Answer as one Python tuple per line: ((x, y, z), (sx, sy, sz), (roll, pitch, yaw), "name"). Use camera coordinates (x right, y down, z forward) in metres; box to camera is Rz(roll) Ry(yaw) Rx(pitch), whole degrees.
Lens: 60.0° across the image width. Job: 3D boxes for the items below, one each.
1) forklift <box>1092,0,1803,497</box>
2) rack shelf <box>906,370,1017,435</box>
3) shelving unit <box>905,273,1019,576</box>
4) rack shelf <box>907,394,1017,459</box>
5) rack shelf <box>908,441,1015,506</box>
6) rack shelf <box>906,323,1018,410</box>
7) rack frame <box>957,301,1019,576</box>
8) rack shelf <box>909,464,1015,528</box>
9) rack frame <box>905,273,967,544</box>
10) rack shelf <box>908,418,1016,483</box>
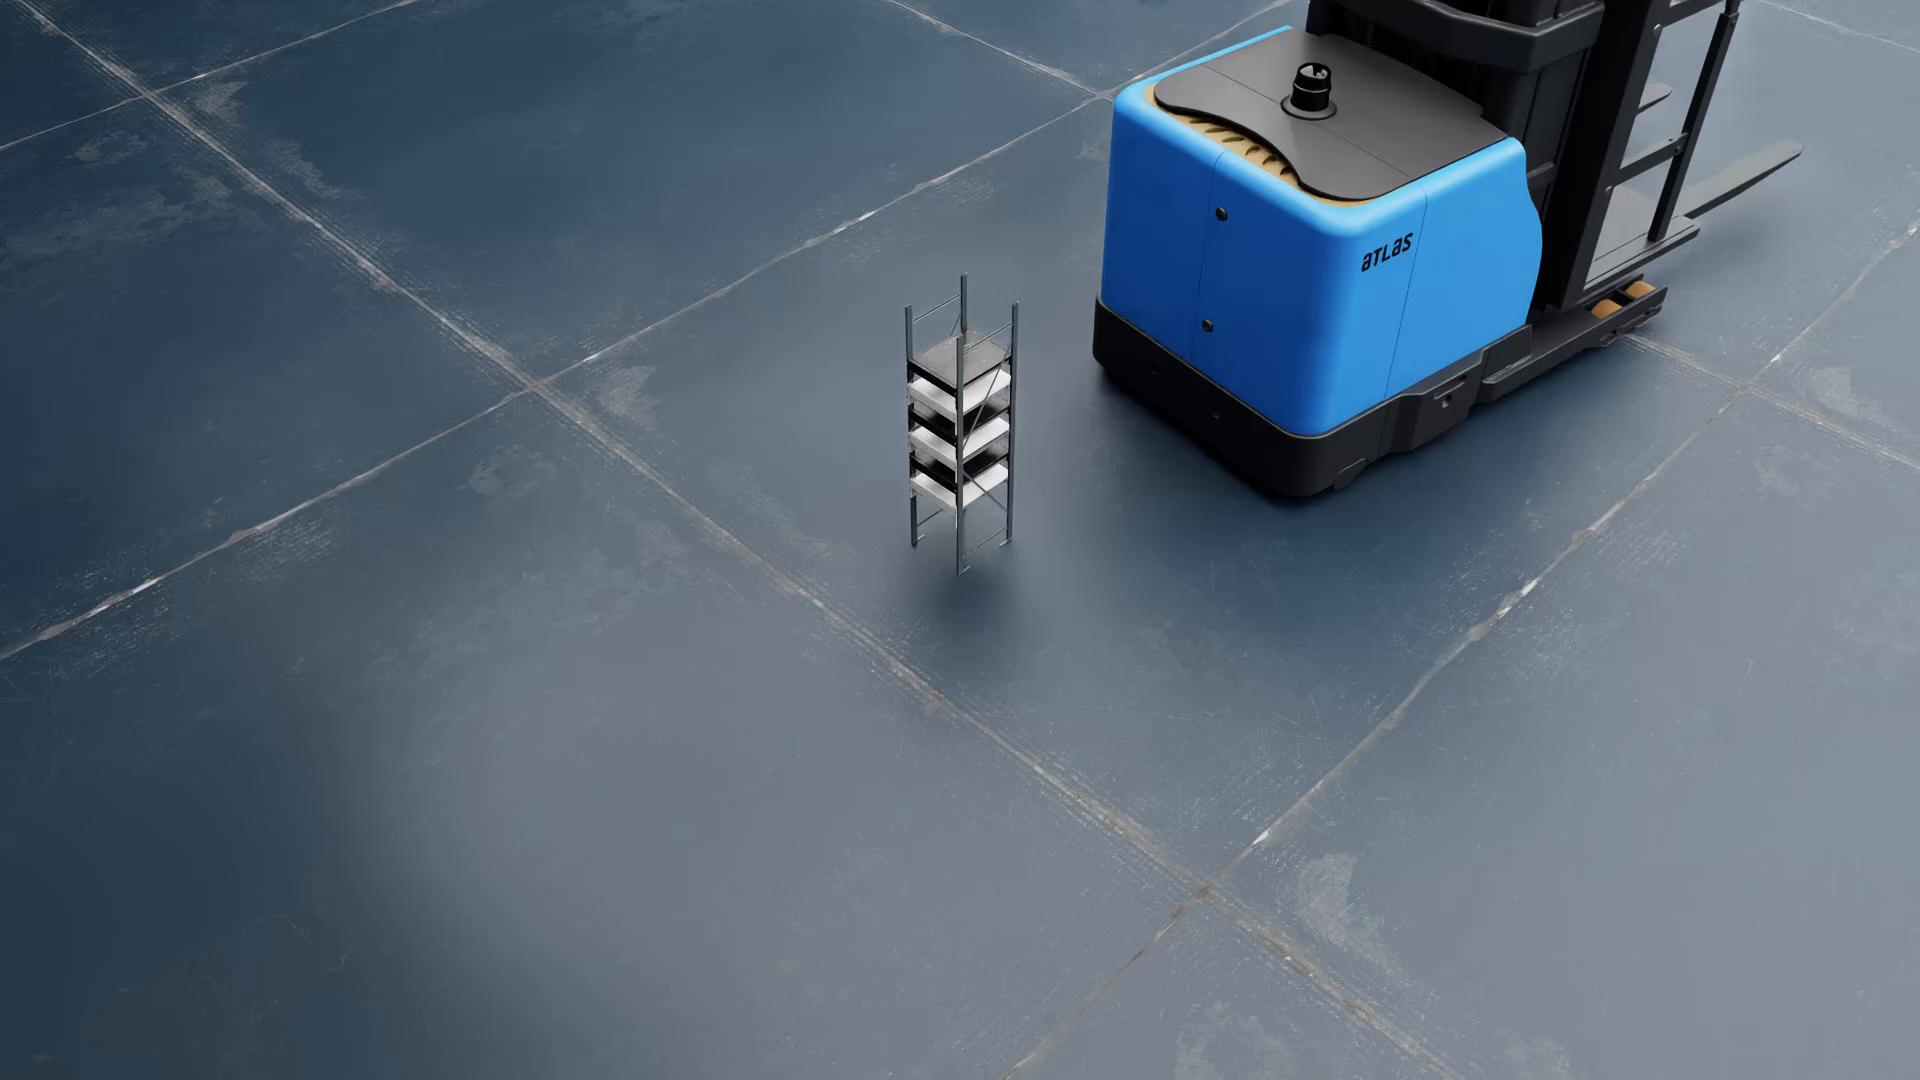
((1.947, -2.035, 5.293), (3.031, 2.935, 1.130), (-27, 49, -26), "forklift")
((0.006, -0.434, 4.841), (0.258, 0.077, 0.200), (-34, 53, -31), "rack shelf")
((0.006, -0.327, 4.940), (0.258, 0.900, 0.210), (-34, 53, -31), "shelving unit")
((0.006, -0.368, 4.902), (0.258, 0.077, 0.200), (-34, 53, -31), "rack shelf")
((0.006, -0.236, 5.024), (0.258, 0.077, 0.200), (-34, 53, -31), "rack shelf")
((0.006, -0.500, 4.780), (0.258, 0.077, 0.200), (-34, 53, -31), "rack shelf")
((0.078, -0.278, 4.888), (0.240, 0.900, 0.006), (-34, 53, -31), "rack frame")
((0.006, -0.170, 5.085), (0.258, 0.077, 0.200), (-34, 53, -31), "rack shelf")
((-0.066, -0.375, 4.993), (0.240, 0.900, 0.006), (-34, 53, -31), "rack frame")
((0.006, -0.302, 4.963), (0.258, 0.077, 0.200), (-34, 53, -31), "rack shelf")
